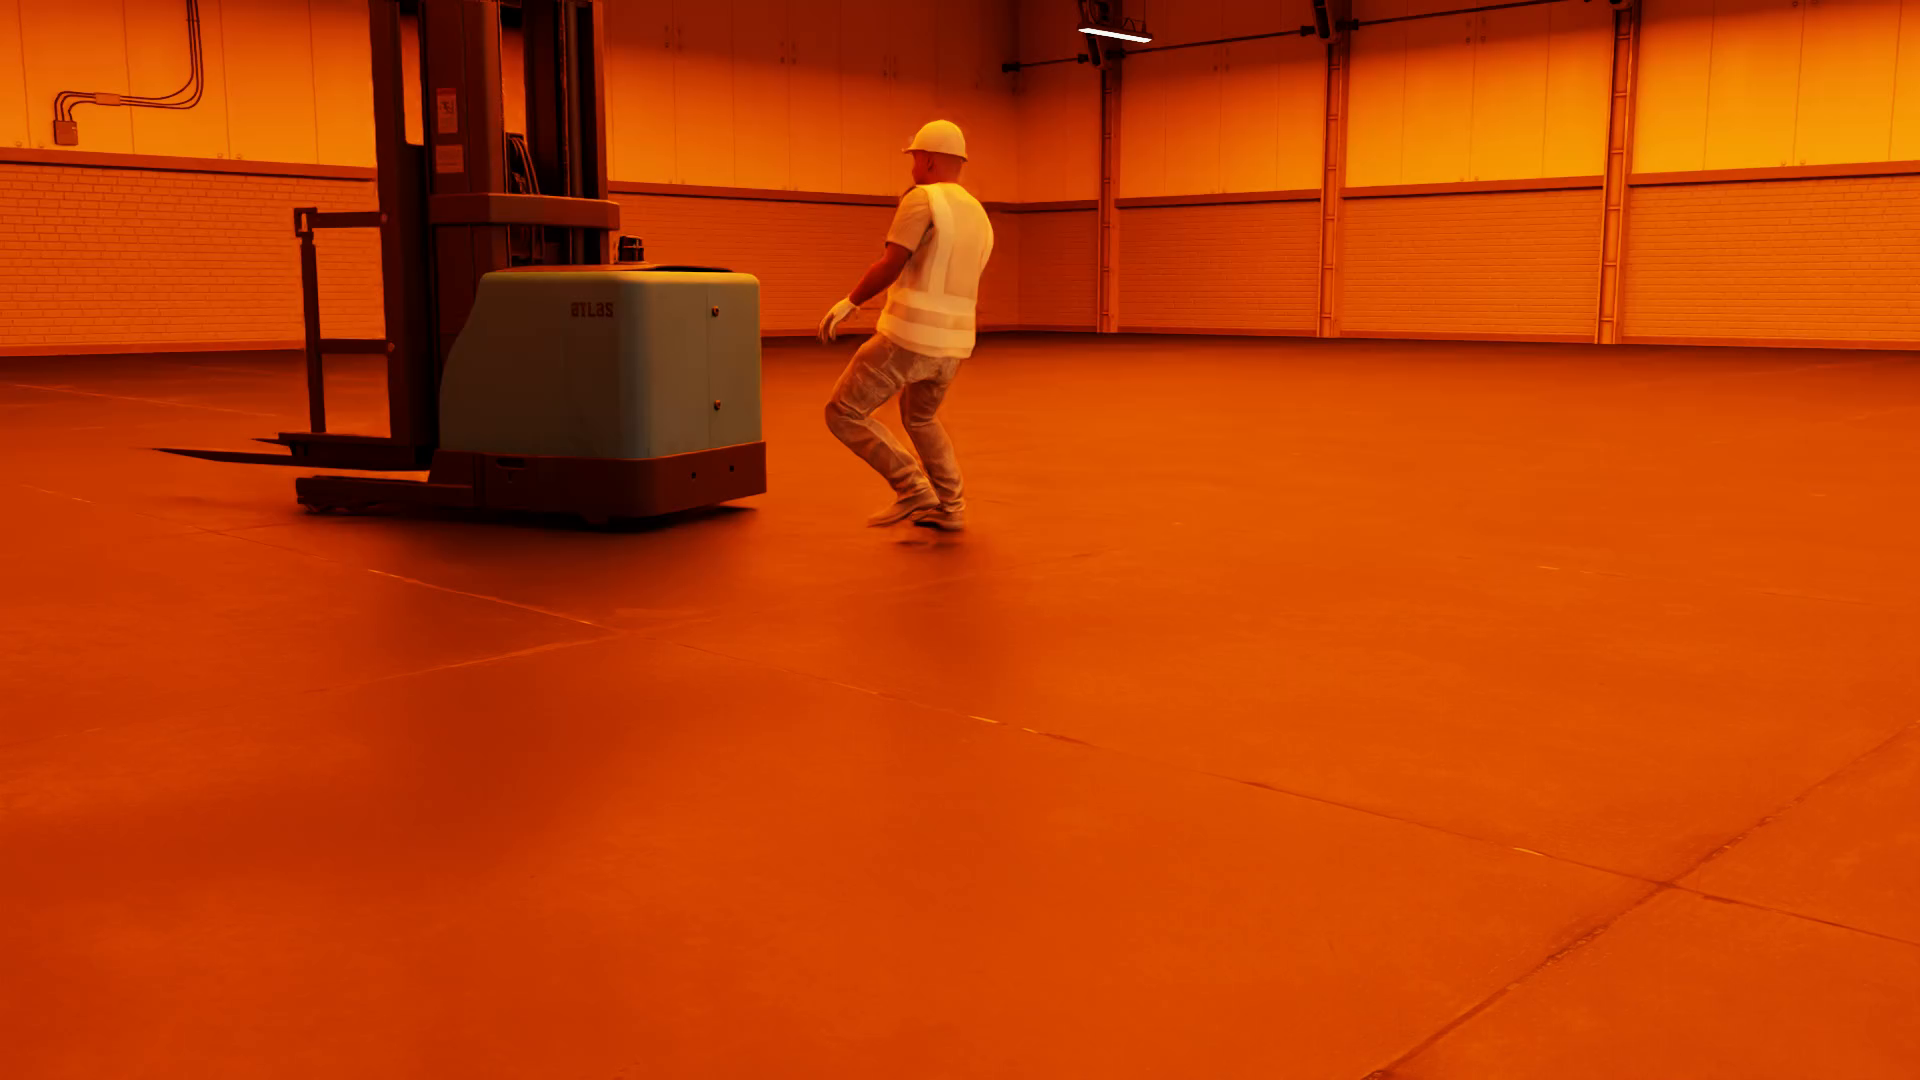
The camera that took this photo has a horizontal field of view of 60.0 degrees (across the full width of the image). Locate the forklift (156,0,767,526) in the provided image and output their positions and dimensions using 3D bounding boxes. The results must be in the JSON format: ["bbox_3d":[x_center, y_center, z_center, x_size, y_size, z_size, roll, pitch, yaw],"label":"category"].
[{"bbox_3d":[-2.456,-1.630,7.697,3.031,2.935,1.130,4,9,24],"label":"forklift"}]

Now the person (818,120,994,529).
[{"bbox_3d":[-0.184,-0.834,6.695,0.617,1.662,0.859,6,10,33],"label":"person"}]
